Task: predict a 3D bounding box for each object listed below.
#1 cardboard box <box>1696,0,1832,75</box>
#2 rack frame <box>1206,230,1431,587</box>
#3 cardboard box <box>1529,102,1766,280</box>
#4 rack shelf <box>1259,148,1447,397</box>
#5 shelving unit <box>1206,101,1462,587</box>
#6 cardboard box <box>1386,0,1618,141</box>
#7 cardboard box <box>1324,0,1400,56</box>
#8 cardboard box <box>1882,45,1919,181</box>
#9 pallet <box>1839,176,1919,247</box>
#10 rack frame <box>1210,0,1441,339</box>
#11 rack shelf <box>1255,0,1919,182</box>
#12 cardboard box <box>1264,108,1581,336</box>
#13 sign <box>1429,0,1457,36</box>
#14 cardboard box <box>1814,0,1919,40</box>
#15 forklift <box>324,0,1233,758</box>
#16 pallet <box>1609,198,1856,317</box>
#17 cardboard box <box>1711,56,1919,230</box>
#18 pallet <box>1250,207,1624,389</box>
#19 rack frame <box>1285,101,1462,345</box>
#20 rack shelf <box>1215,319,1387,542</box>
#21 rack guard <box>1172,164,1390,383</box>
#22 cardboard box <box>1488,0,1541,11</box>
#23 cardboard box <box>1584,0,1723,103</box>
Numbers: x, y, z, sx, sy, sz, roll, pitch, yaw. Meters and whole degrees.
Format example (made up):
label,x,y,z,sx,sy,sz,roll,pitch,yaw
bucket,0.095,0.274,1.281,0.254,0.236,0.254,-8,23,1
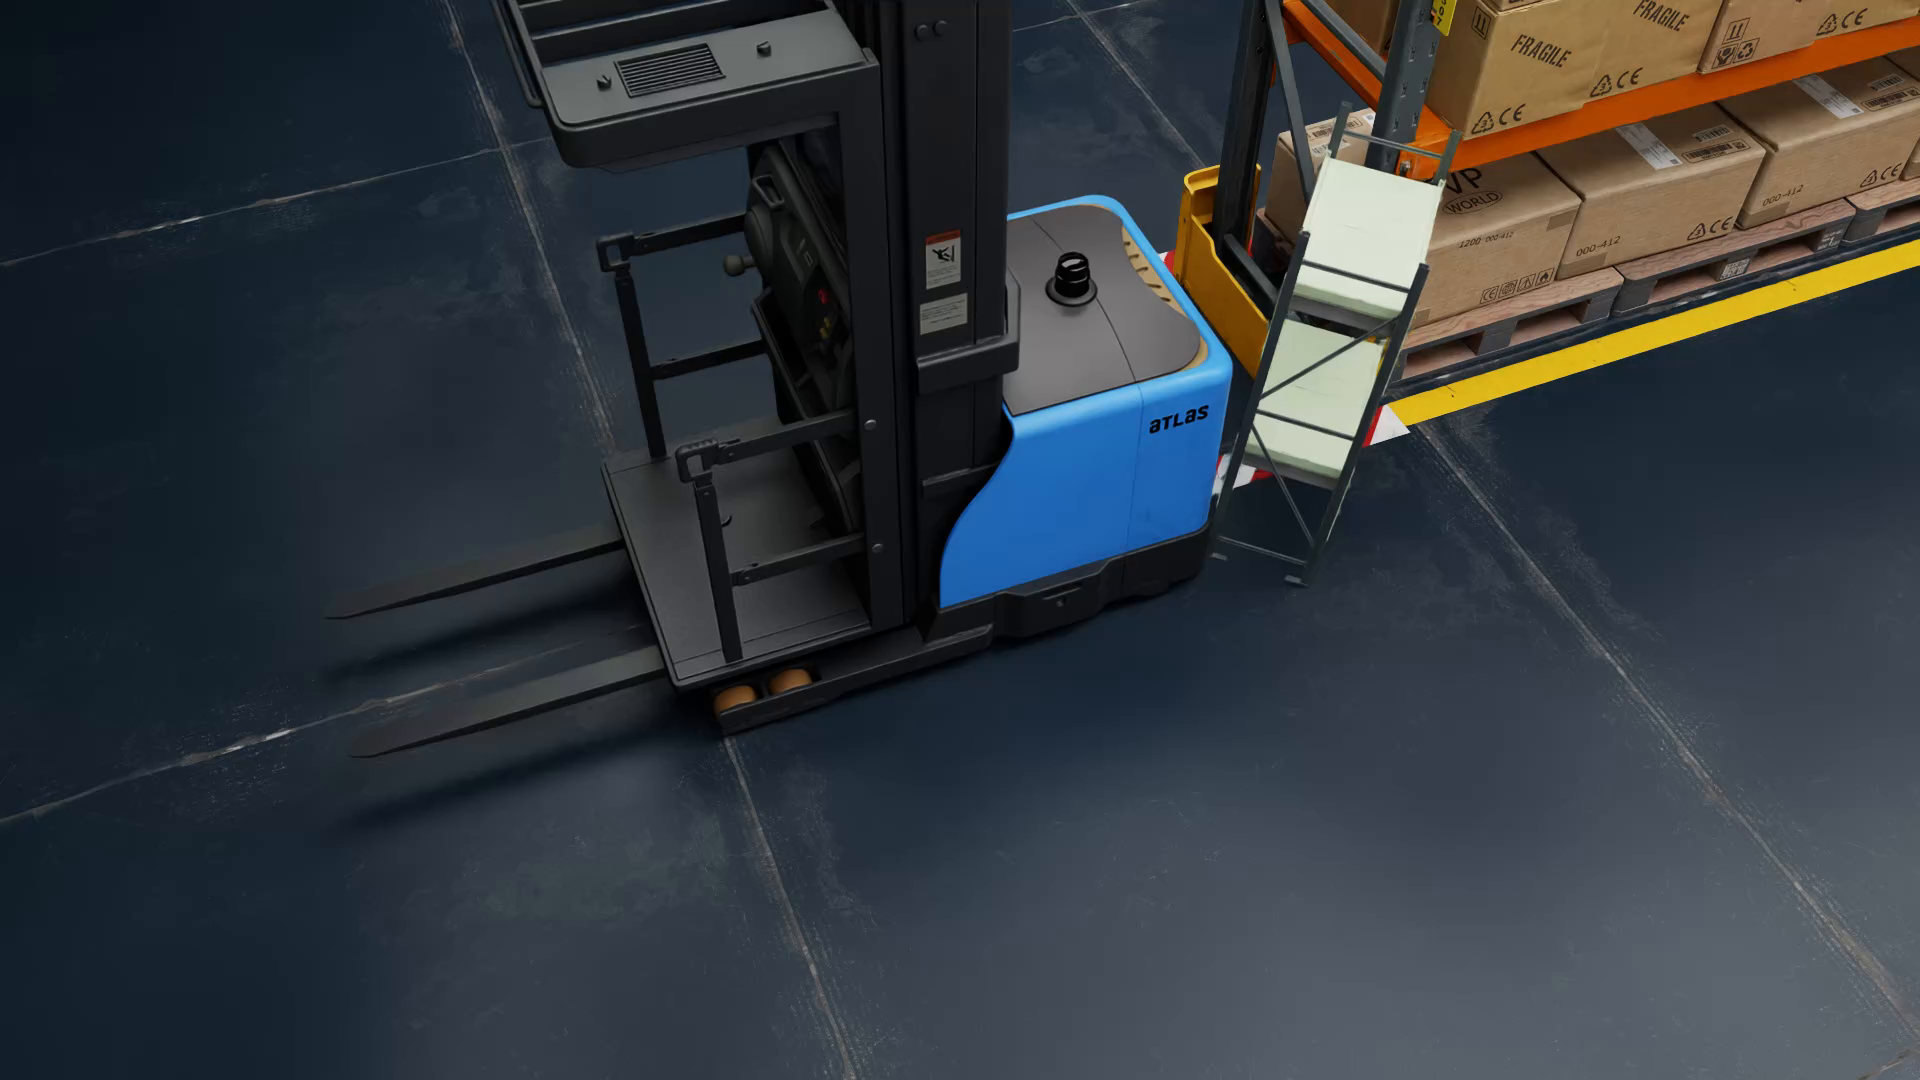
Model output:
label,x,y,z,sx,sy,sz,roll,pitch,yaw
cardboard box,2.795,-2.072,5.986,0.500,0.500,0.500,-17,52,-14
rack frame,1.149,-0.381,5.543,0.400,1.500,0.023,17,50,9
cardboard box,2.724,-1.636,7.090,0.875,0.438,0.875,-16,51,-13
rack shelf,1.298,-0.891,5.483,0.431,0.370,0.720,17,50,9
shelving unit,1.266,-0.637,5.777,0.431,1.500,0.755,17,50,9
cardboard box,1.860,-1.774,5.731,0.500,0.500,0.500,-18,52,-15
cardboard box,1.653,-2.162,6.064,0.500,0.500,0.500,-17,51,-14
cardboard box,4.388,-2.150,7.532,0.875,0.438,0.875,-18,52,-15
pallet,4.276,-1.881,7.727,1.213,0.211,1.003,-17,52,-14
rack frame,1.307,-1.806,5.823,0.127,3.000,1.000,-17,52,-14
rack shelf,3.158,-2.145,6.589,4.000,0.370,1.077,-17,52,-14
cardboard box,1.880,-1.367,6.859,0.875,0.438,0.875,-19,52,-15
sign,1.511,-1.722,5.129,0.005,0.325,0.100,-17,52,-14
cardboard box,3.253,-2.228,6.120,0.500,0.500,0.500,-16,51,-13
forklift,-0.673,-0.759,4.969,3.031,2.935,1.130,-16,51,-14
pallet,3.145,-1.529,7.424,1.213,0.211,1.003,-17,52,-14
cardboard box,3.559,-1.893,7.311,0.875,0.438,0.875,-19,52,-15
pallet,2.017,-1.181,7.126,1.213,0.211,1.003,-17,52,-14
rack frame,1.383,-0.893,6.011,0.400,1.500,0.023,17,50,9
rack shelf,1.239,-0.425,6.023,0.431,0.370,0.720,17,50,9
rack guard,1.285,-0.984,6.766,0.348,0.500,1.175,-17,52,-14
cardboard box,1.859,-2.102,5.353,0.500,0.500,0.500,-18,52,-15
cardboard box,2.317,-1.939,5.872,0.500,0.500,0.500,-18,52,-15
